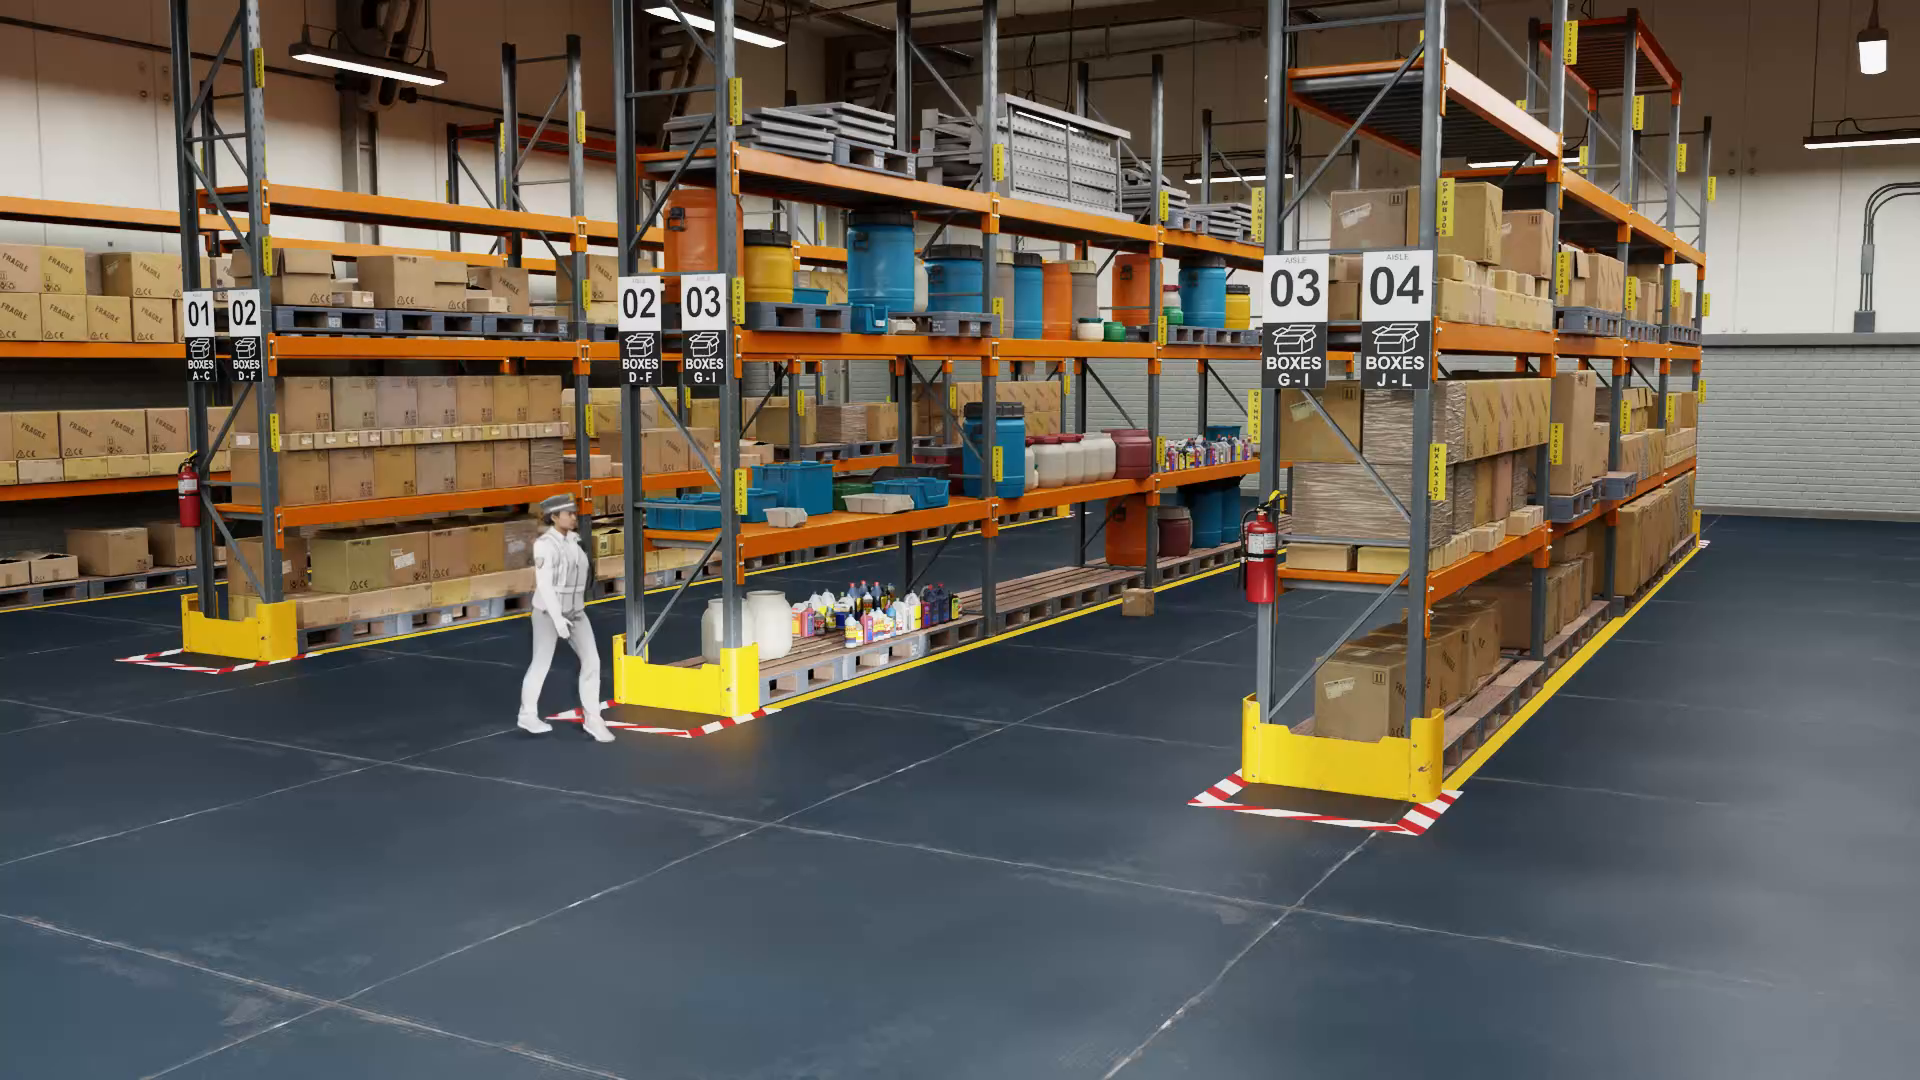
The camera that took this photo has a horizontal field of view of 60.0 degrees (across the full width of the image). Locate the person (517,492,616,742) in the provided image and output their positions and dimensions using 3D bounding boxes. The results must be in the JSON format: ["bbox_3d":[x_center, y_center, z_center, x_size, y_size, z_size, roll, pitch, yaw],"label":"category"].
[{"bbox_3d":[-2.699,0.530,11.361,0.731,1.726,0.561,3,7,27],"label":"person"}]
